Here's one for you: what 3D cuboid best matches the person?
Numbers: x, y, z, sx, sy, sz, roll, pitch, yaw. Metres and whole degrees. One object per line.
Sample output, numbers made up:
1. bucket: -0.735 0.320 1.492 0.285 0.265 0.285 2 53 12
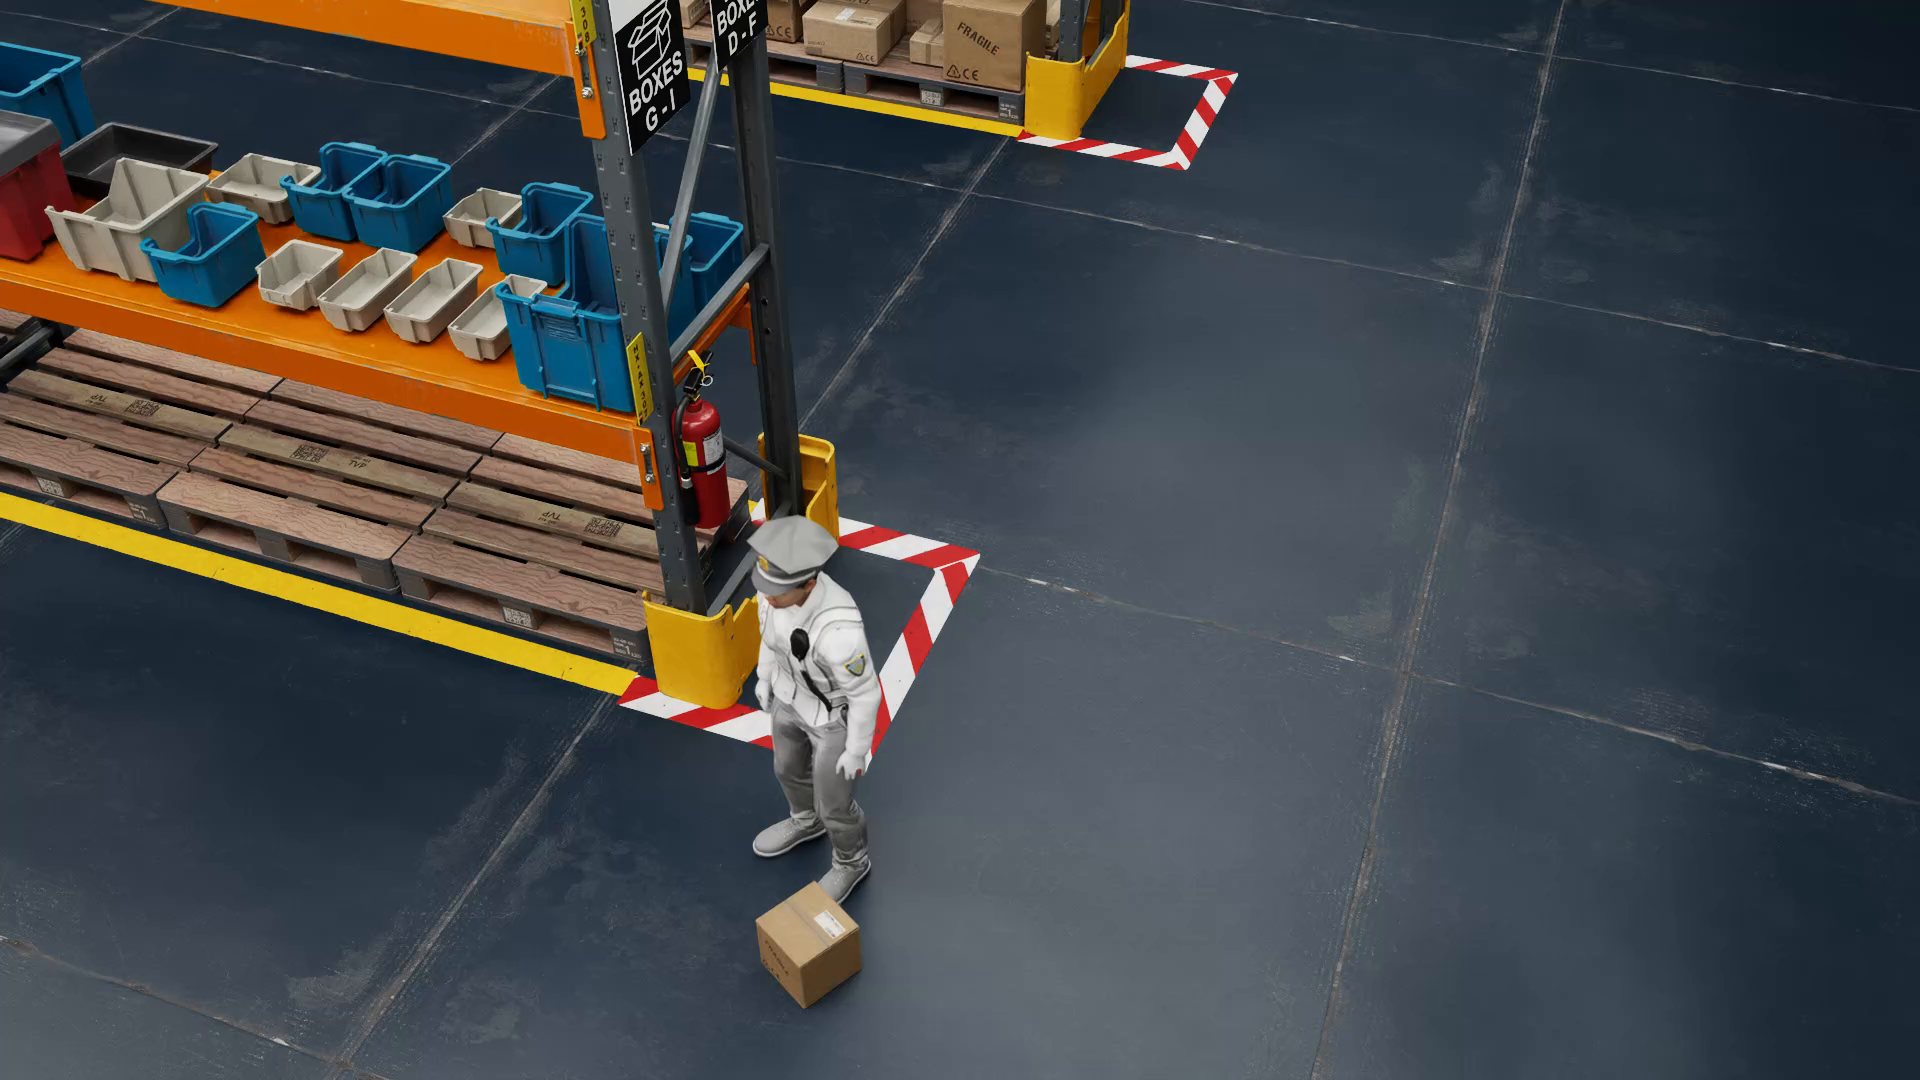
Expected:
1. person: -0.482 0.572 5.517 0.376 1.662 0.544 -32 51 -30
